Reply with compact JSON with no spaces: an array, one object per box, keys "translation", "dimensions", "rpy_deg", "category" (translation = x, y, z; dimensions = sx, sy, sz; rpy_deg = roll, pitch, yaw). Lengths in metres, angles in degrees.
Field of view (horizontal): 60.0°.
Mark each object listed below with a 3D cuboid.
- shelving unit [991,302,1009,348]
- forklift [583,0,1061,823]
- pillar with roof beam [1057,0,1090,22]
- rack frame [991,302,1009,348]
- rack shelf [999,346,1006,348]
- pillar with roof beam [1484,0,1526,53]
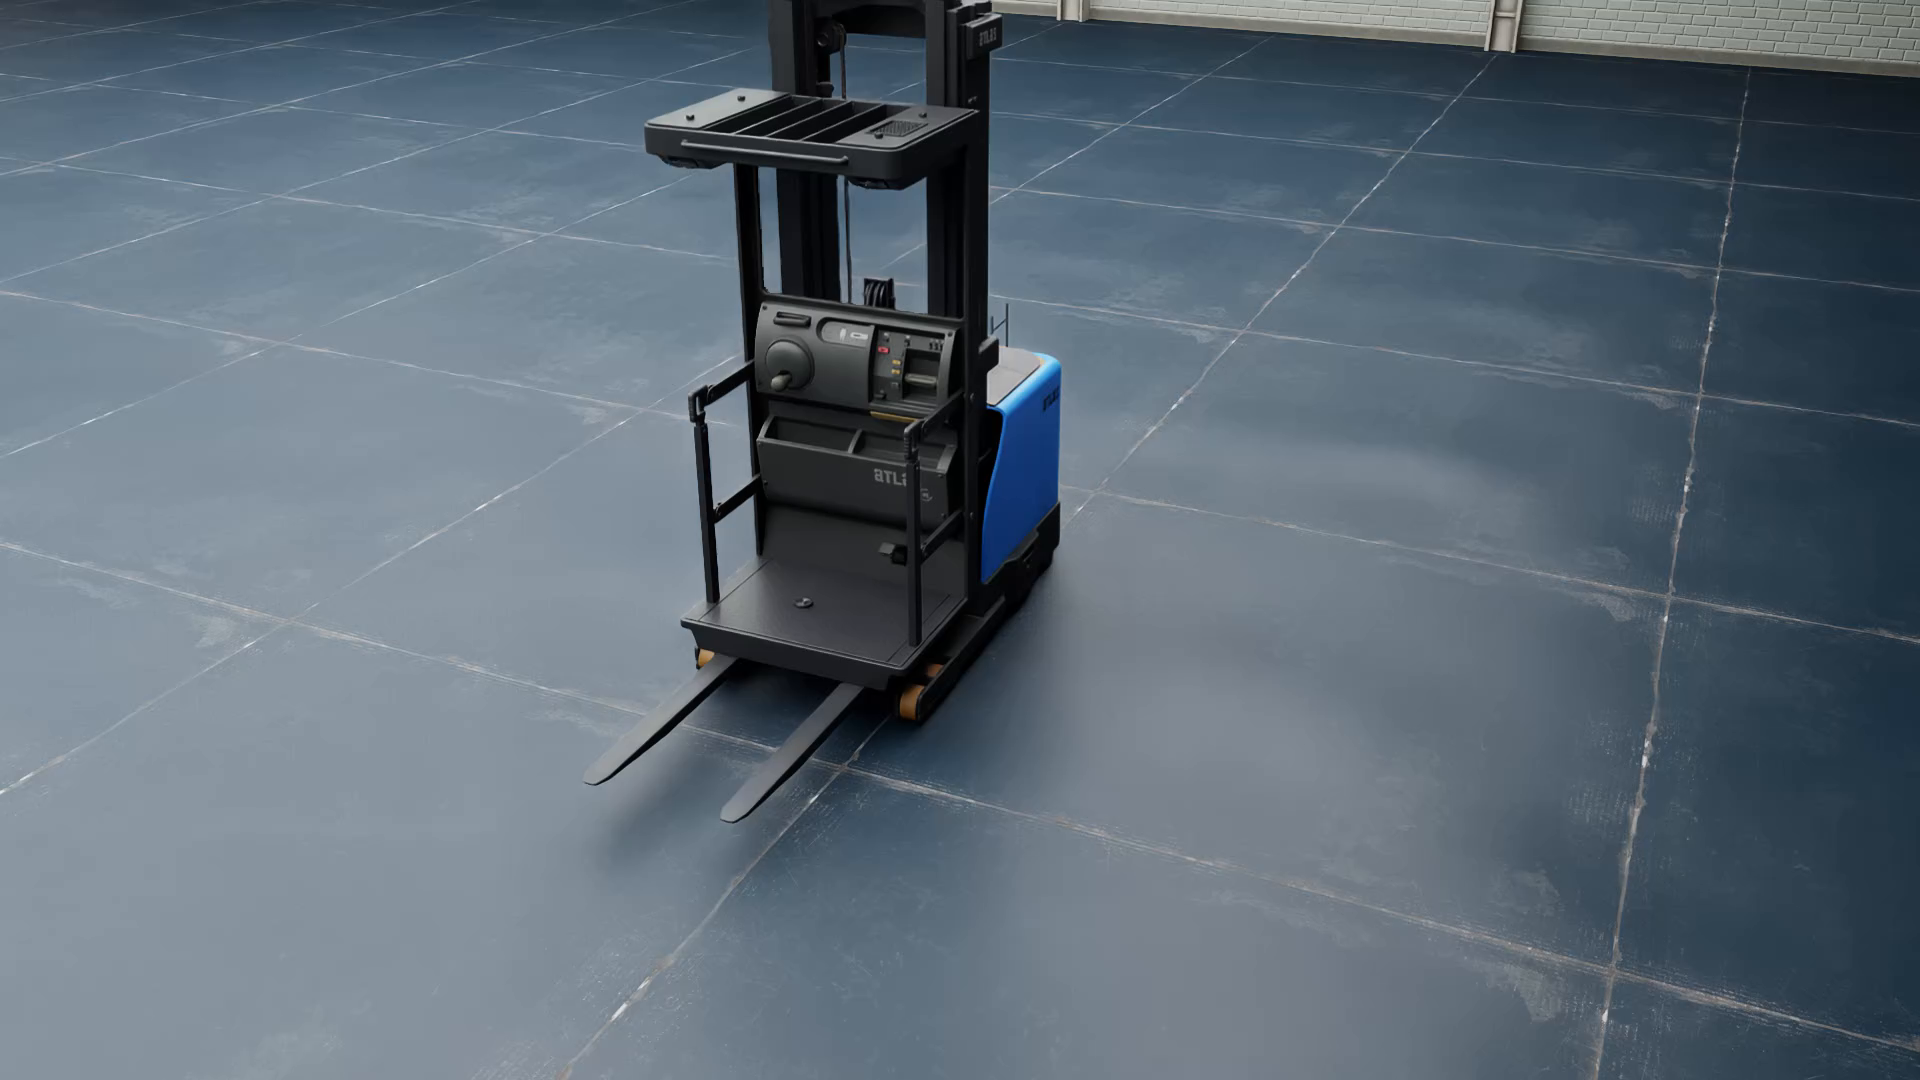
[{"translation":[0.116,-0.642,8.696],"dimensions":[0.189,1.200,0.258],"rpy_deg":[10,28,20],"category":"shelving unit"},{"translation":[-0.539,-0.745,6.946],"dimensions":[1.130,2.935,3.031],"rpy_deg":[11,28,21],"category":"forklift"},{"translation":[-0.144,-9.832,18.533],"dimensions":[0.400,9.000,9.100],"rpy_deg":[11,28,22],"category":"pillar with roof beam"},{"translation":[0.201,-0.627,8.665],"dimensions":[0.006,1.200,0.240],"rpy_deg":[10,28,20],"category":"rack frame"},{"translation":[0.116,-0.925,8.556],"dimensions":[0.180,0.103,0.258],"rpy_deg":[10,28,20],"category":"rack shelf"},{"translation":[5.317,-8.735,16.305],"dimensions":[0.400,9.000,9.100],"rpy_deg":[11,28,22],"category":"pillar with roof beam"}]
